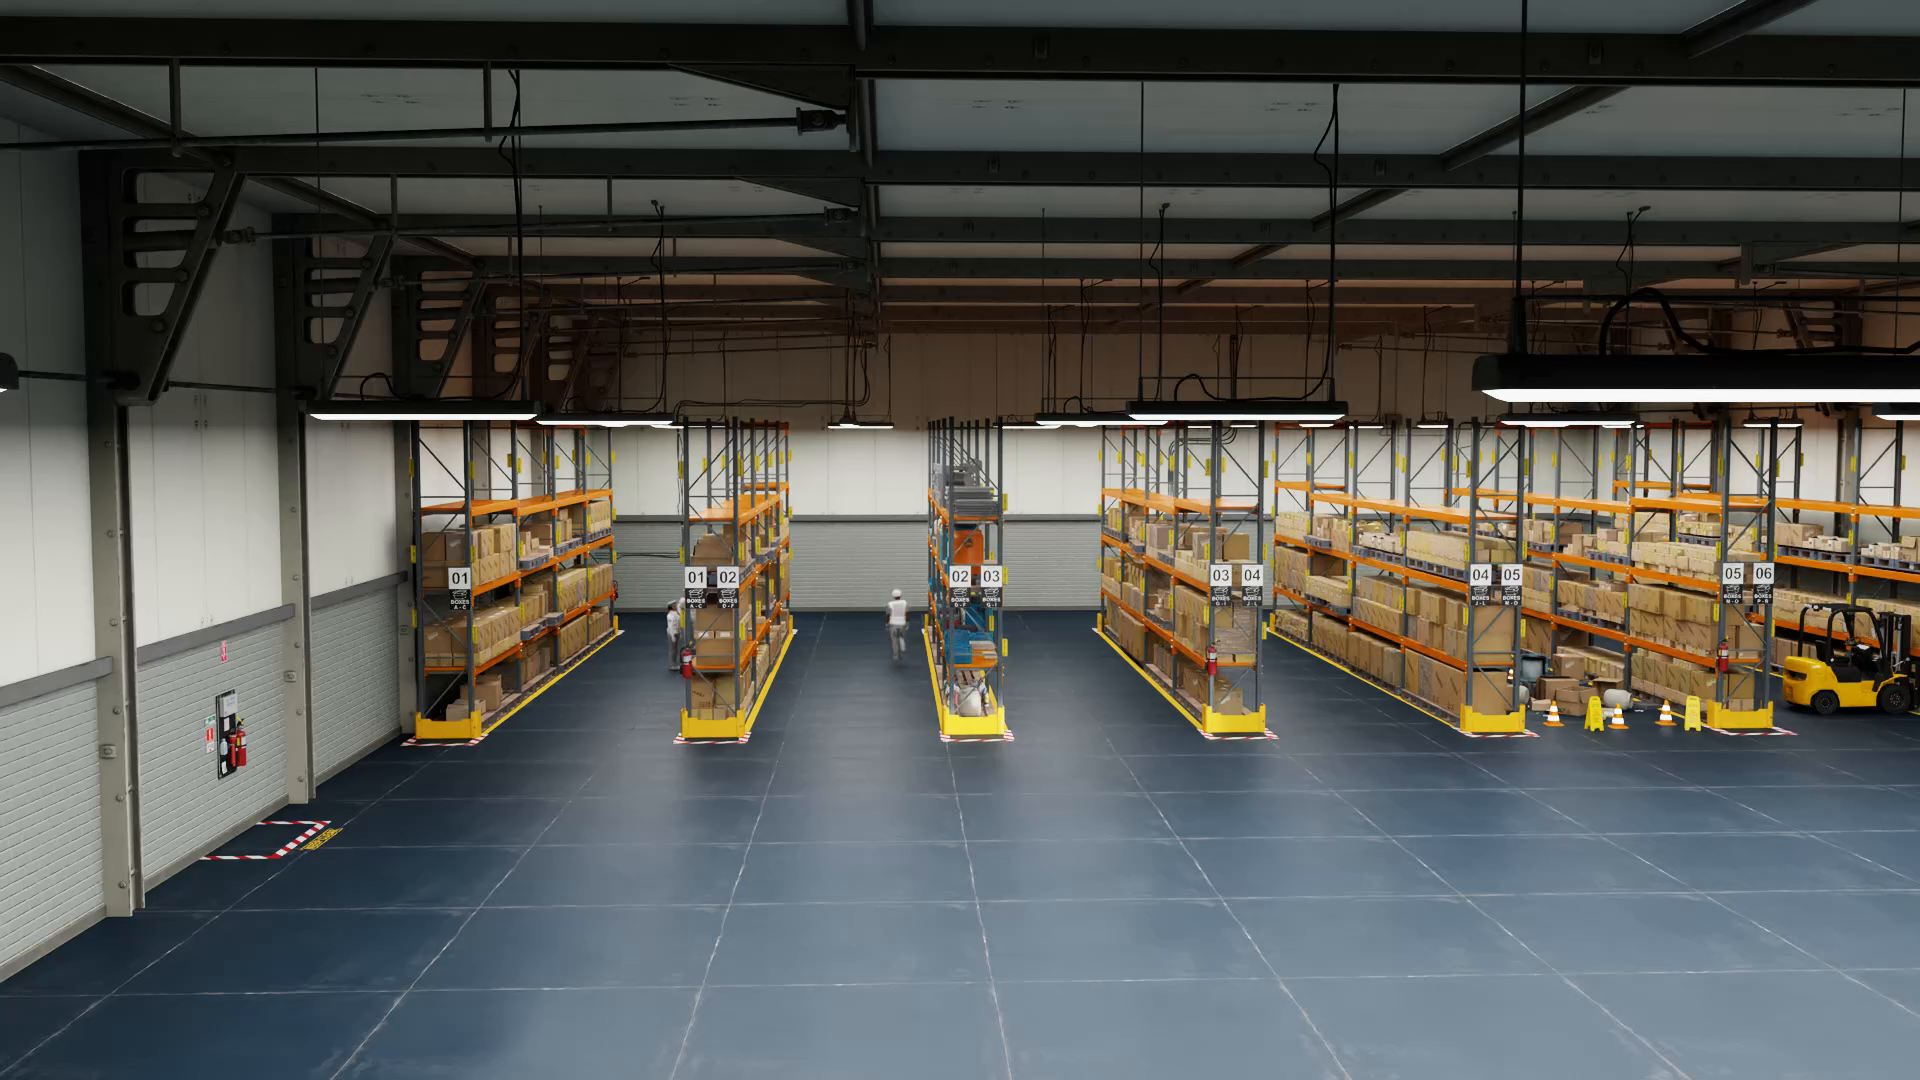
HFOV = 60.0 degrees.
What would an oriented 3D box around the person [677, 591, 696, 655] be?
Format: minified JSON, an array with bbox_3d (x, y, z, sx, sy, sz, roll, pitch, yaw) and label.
[{"bbox_3d":[-7.038,2.065,43.073,0.653,1.731,0.818,0,4,2],"label":"person"}]

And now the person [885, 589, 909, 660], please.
[{"bbox_3d":[-1.582,2.104,41.439,0.564,1.771,0.478,-2,4,-29],"label":"person"}]

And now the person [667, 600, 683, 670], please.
[{"bbox_3d":[-6.859,2.276,39.944,0.343,1.695,0.533,2,4,22],"label":"person"}]
